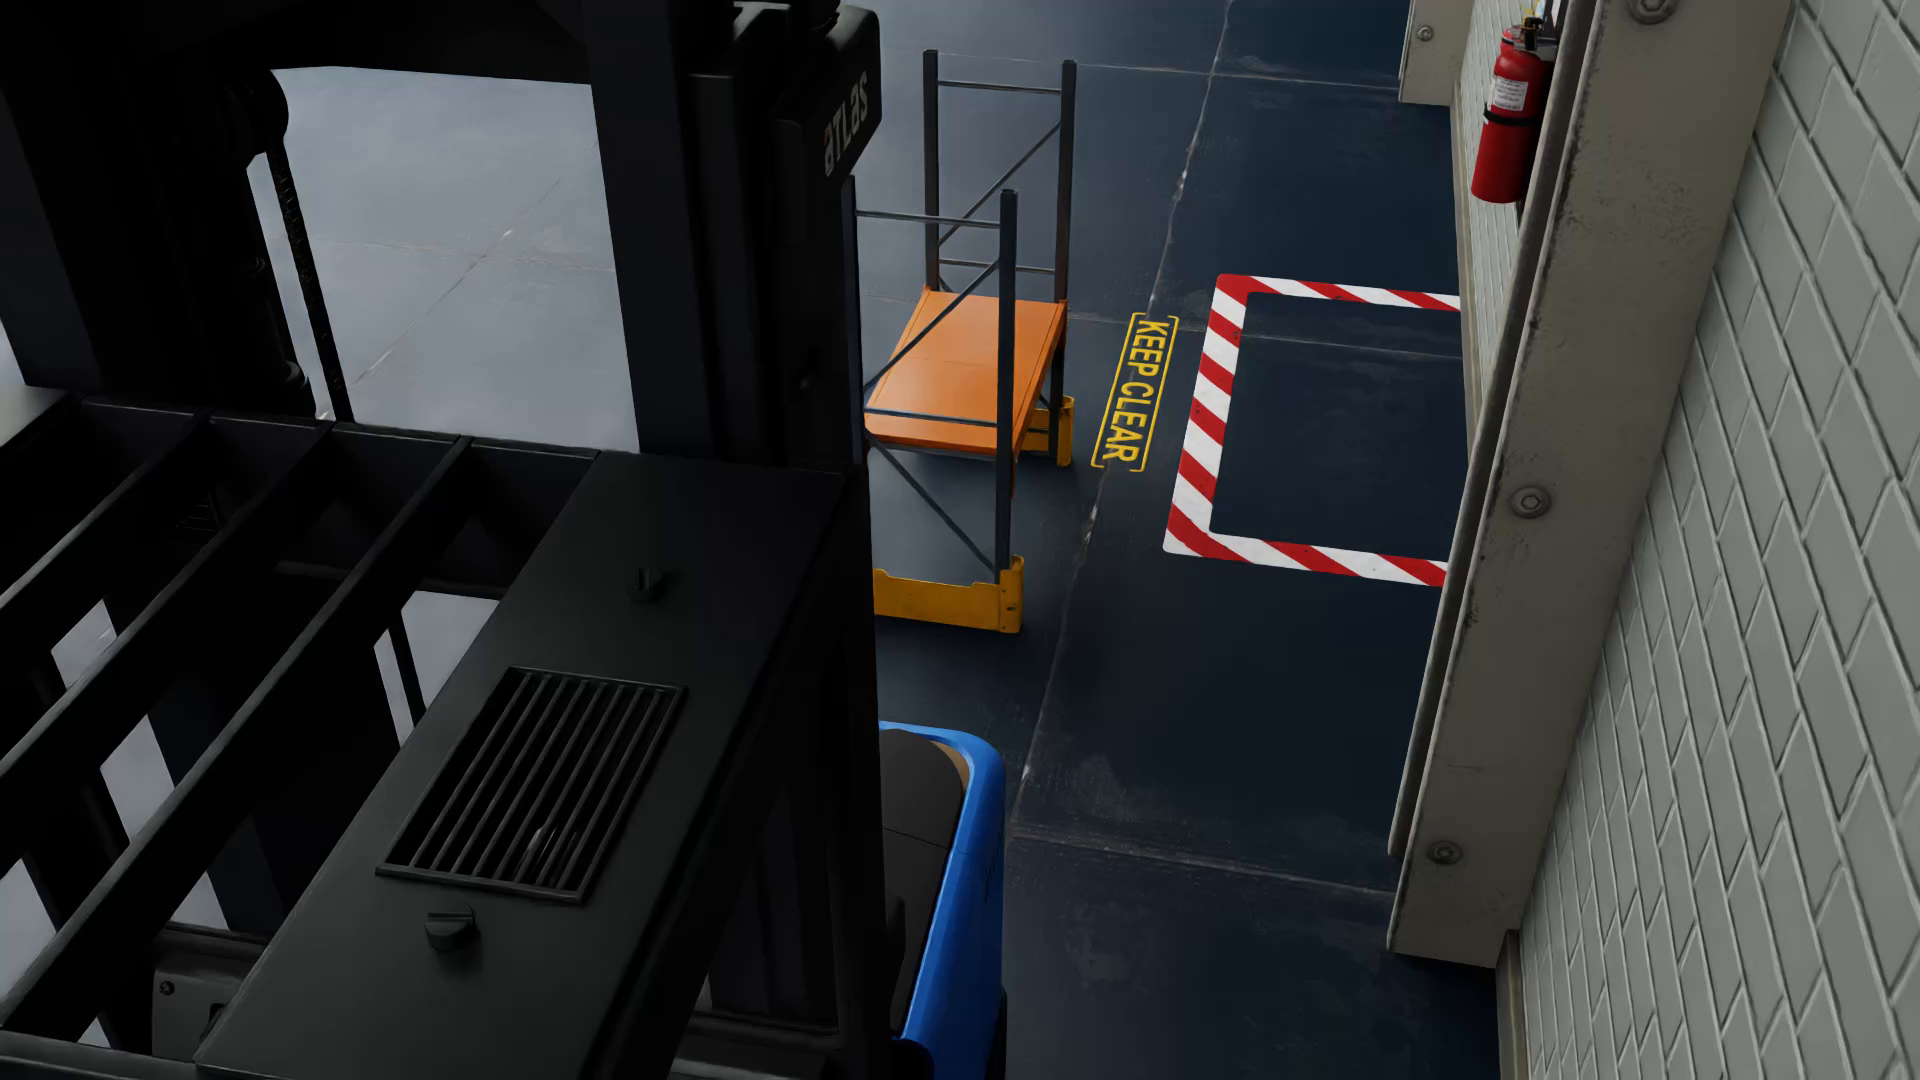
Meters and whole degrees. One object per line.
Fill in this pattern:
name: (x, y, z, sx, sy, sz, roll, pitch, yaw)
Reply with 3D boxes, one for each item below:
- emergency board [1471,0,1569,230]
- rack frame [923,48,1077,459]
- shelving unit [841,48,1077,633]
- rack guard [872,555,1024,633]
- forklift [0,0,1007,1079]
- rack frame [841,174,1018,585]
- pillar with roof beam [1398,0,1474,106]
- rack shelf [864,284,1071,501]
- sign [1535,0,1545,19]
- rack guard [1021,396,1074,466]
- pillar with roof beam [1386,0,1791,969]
emergency board: (1.859, -1.662, 5.487, 0.194, 1.169, 0.643, 7, 37, 10)
rack frame: (0.127, -0.948, 5.779, 0.500, 1.500, 0.032, 7, 37, 10)
shelving unit: (0.016, -0.651, 5.370, 0.587, 1.500, 1.083, 7, 37, 10)
rack guard: (-0.090, 0.141, 5.343, 0.587, 0.250, 0.087, 7, 37, 10)
forklift: (-0.677, 0.874, 2.046, 1.130, 2.935, 3.031, 6, 36, 9)
rack frame: (-0.090, -0.365, 4.975, 0.500, 1.500, 0.032, 7, 37, 10)
pillar with roof beam: (-1.630, -6.658, 7.269, 9.100, 9.000, 0.400, 7, 37, 10)
rack shelf: (0.018, -0.511, 5.483, 0.538, 0.185, 1.000, 7, 37, 10)
sign: (2.078, -1.980, 5.896, 0.001, 0.329, 0.234, 7, 37, 10)
rack guard: (0.123, -0.430, 6.131, 0.587, 0.250, 0.087, 7, 37, 10)
pillar with roof beam: (-2.912, -3.219, 2.523, 9.100, 9.000, 0.400, 7, 37, 10)
